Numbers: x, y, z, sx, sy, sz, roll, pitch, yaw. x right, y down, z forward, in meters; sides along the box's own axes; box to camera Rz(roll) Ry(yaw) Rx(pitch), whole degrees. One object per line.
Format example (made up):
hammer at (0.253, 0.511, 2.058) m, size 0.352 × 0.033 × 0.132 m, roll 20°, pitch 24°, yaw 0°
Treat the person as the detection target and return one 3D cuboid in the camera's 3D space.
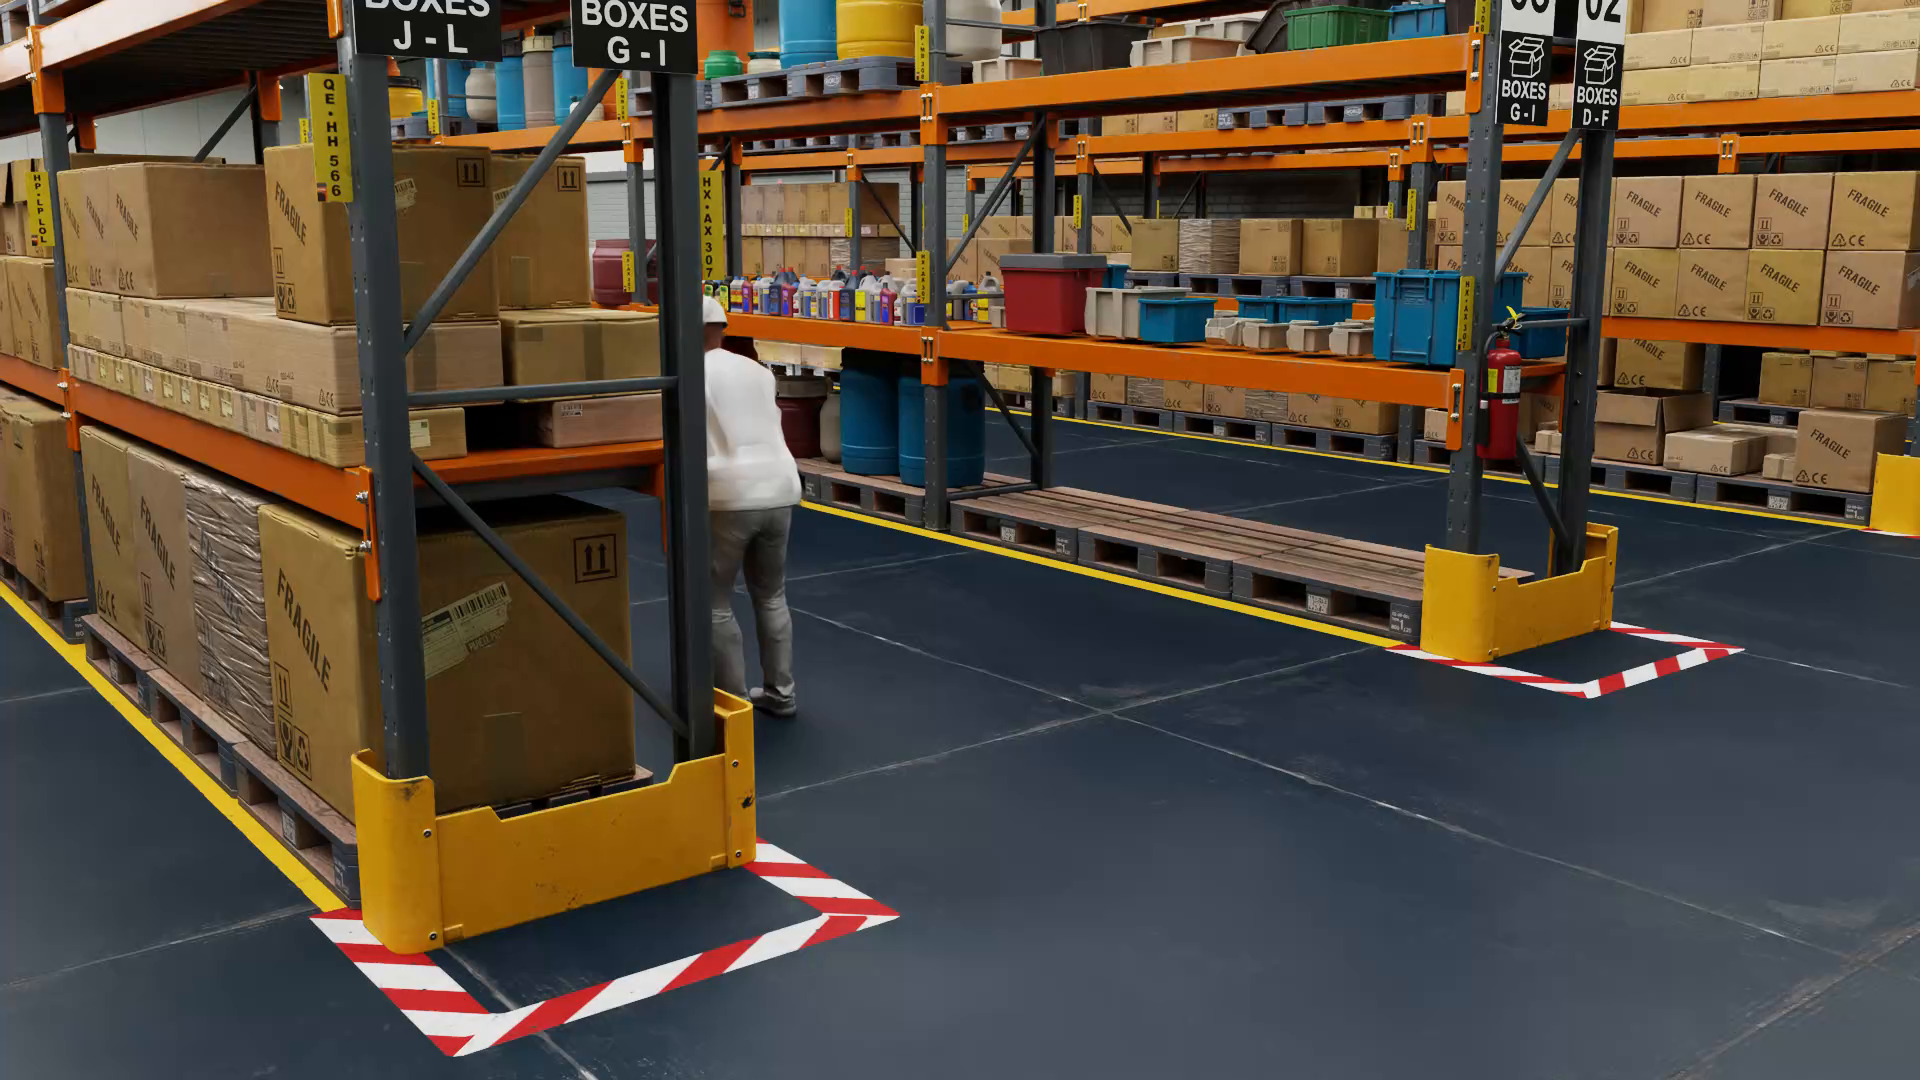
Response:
person at (-0.948, -0.129, 6.723) m, size 0.495 × 1.697 × 0.625 m, roll -9°, pitch 14°, yaw -39°
